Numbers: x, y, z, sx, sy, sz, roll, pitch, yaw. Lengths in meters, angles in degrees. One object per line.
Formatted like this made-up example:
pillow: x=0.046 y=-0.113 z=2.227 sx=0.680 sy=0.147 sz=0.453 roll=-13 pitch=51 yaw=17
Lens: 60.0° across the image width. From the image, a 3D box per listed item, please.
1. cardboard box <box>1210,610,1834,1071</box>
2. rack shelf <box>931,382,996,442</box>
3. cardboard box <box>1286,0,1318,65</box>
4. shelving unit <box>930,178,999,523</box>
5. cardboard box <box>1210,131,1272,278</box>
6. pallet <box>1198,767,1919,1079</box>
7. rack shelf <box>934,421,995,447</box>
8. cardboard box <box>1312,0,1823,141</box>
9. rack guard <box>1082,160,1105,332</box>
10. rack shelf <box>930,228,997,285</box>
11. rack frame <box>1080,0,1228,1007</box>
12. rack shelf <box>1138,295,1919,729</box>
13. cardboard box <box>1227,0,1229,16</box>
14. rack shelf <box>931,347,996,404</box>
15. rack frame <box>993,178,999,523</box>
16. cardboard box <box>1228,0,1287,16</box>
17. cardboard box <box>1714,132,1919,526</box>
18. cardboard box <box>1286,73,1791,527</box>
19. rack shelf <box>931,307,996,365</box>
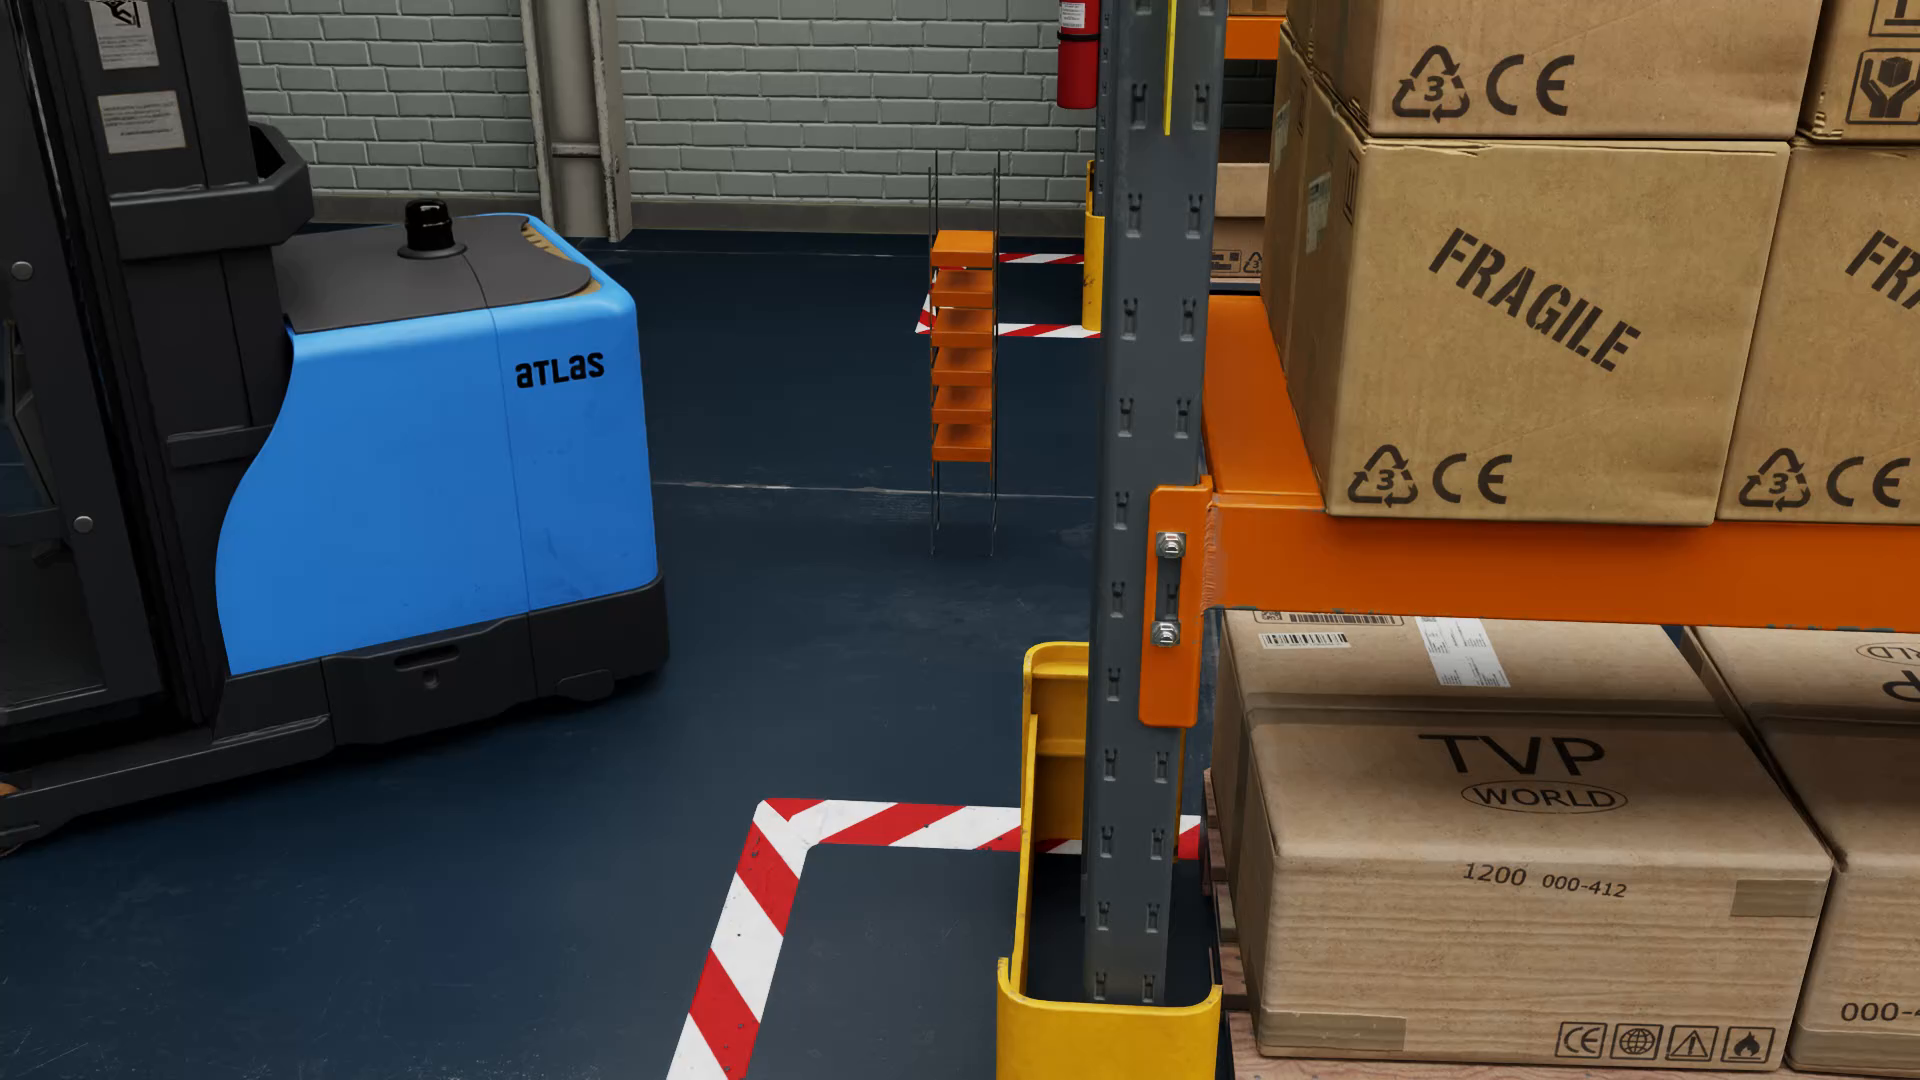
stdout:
cardboard box: x=0.960 y=0.511 z=3.113 sx=0.875 sy=0.438 sz=0.875 roll=1 pitch=25 yaw=2
rack shelf: x=0.014 y=-0.395 z=5.067 sx=0.180 sy=0.103 sz=0.258 roll=2 pitch=25 yaw=4
cardboard box: x=0.794 y=-1.025 z=2.573 sx=0.500 sy=0.500 sz=0.500 roll=3 pitch=25 yaw=6
shelving unit: x=0.016 y=-0.545 z=4.998 sx=0.183 sy=1.046 sz=0.258 roll=2 pitch=25 yaw=4
cardboard box: x=1.274 y=-1.508 z=7.423 sx=0.637 sy=0.503 sz=0.797 roll=1 pitch=25 yaw=2
pallet: x=1.098 y=0.818 z=3.219 sx=1.213 sy=0.211 sz=1.003 roll=2 pitch=25 yaw=4
rack shelf: x=0.014 y=-0.311 z=5.106 sx=0.171 sy=0.034 sz=0.221 roll=2 pitch=25 yaw=4
cardboard box: x=0.752 y=-0.807 z=2.100 sx=0.500 sy=0.500 sz=0.500 roll=1 pitch=25 yaw=3
rack guard: x=0.747 y=-1.372 z=7.634 sx=0.348 sy=0.500 sz=1.175 roll=2 pitch=25 yaw=4
rack shelf: x=0.014 y=-0.831 z=4.866 sx=0.180 sy=0.103 sz=0.258 roll=2 pitch=25 yaw=4
rack frame: x=0.295 y=-0.441 z=2.621 sx=0.127 sy=3.000 sz=1.000 roll=2 pitch=25 yaw=4
rack shelf: x=2.289 y=-0.051 z=2.632 sx=4.000 sy=0.370 sz=1.077 roll=2 pitch=25 yaw=4
cardboard box: x=0.978 y=-2.271 z=6.898 sx=0.250 sy=0.149 sz=0.380 roll=2 pitch=25 yaw=4
rack shelf: x=0.014 y=-0.504 z=5.017 sx=0.180 sy=0.103 sz=0.258 roll=2 pitch=25 yaw=4
rack frame: x=0.106 y=-0.542 z=4.993 sx=0.002 sy=1.046 sz=0.228 roll=2 pitch=25 yaw=4
cardboard box: x=1.235 y=-2.283 z=6.923 sx=0.250 sy=0.149 sz=0.380 roll=2 pitch=25 yaw=5
cardboard box: x=1.258 y=-0.347 z=2.297 sx=0.500 sy=0.500 sz=0.500 roll=1 pitch=25 yaw=3
cardboard box: x=0.751 y=-0.352 z=2.307 sx=0.500 sy=0.500 sz=0.500 roll=2 pitch=25 yaw=4
rack shelf: x=0.014 y=-0.613 z=4.967 sx=0.180 sy=0.103 sz=0.258 roll=2 pitch=25 yaw=4
